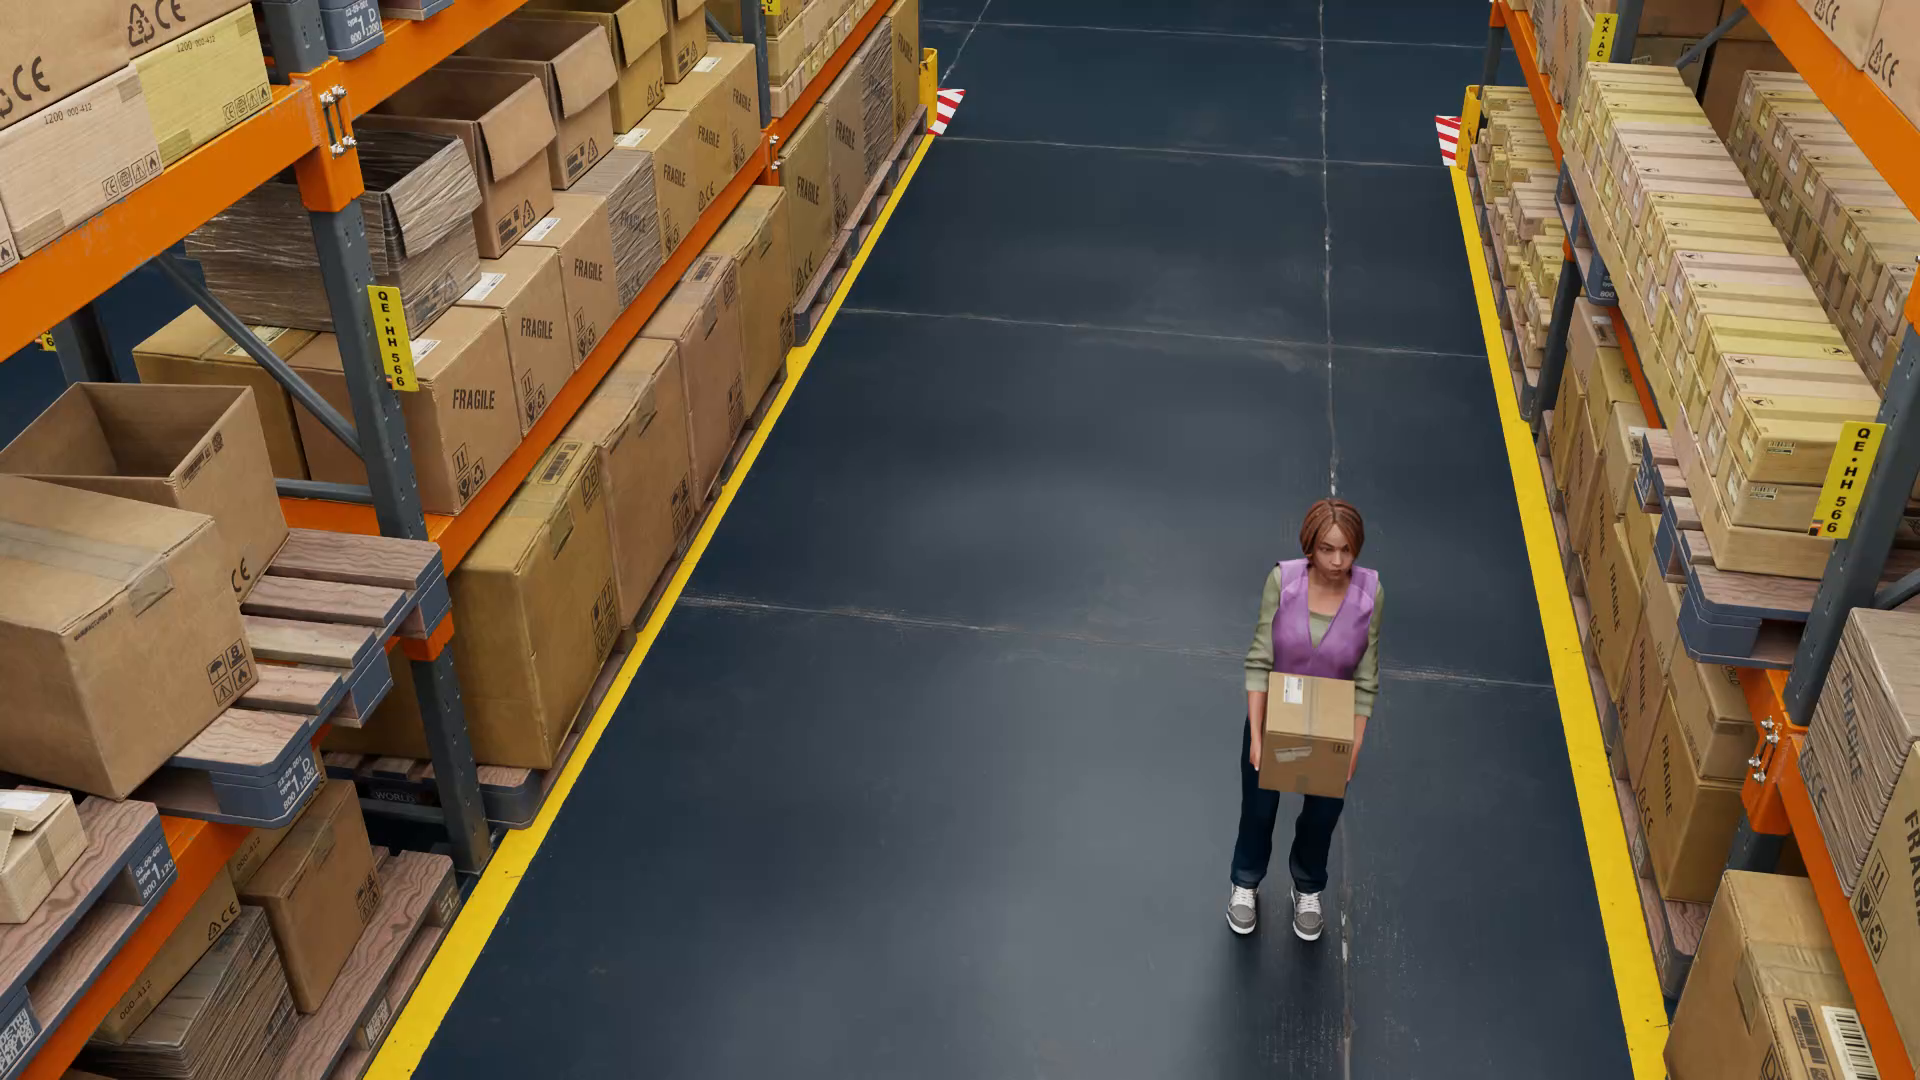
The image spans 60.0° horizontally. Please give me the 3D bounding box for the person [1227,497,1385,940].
[{"bbox_3d":[1.065,0.628,5.180,0.405,1.593,0.489,6,33,9],"label":"person"}]
